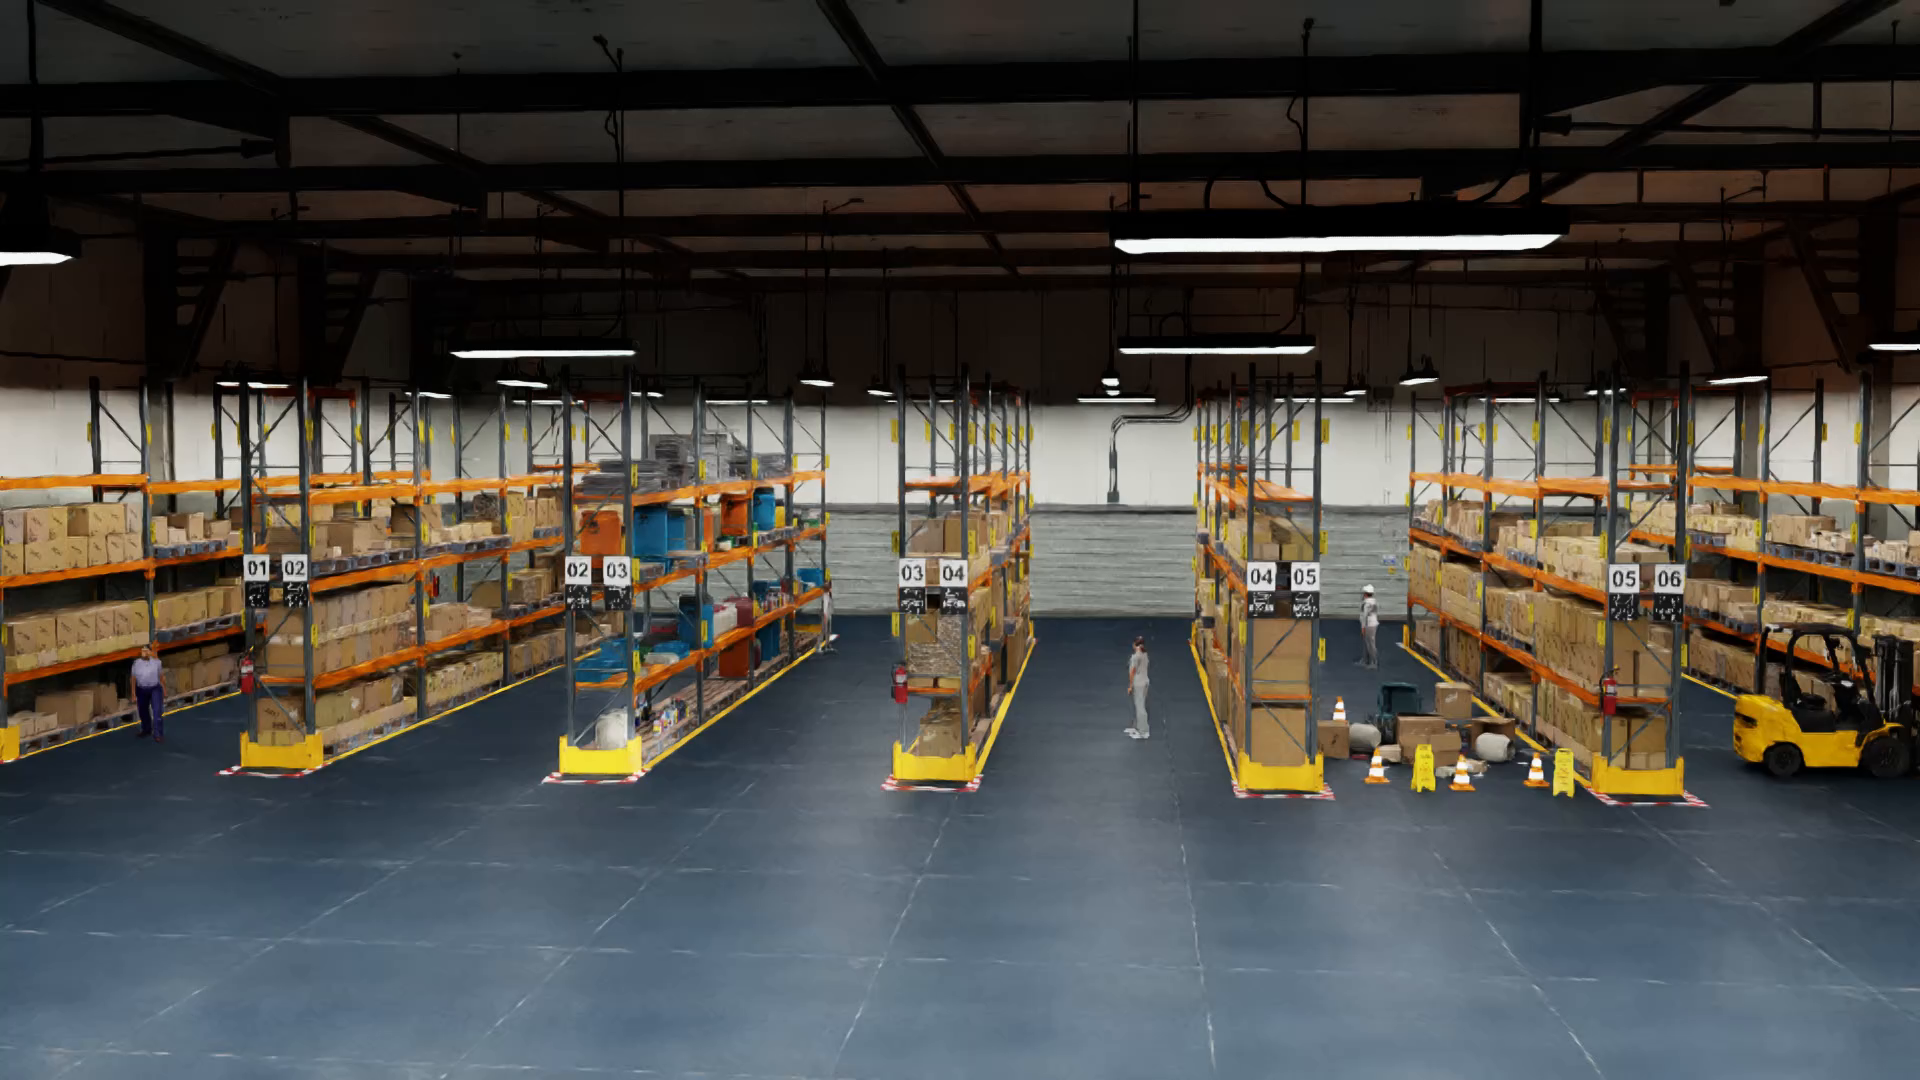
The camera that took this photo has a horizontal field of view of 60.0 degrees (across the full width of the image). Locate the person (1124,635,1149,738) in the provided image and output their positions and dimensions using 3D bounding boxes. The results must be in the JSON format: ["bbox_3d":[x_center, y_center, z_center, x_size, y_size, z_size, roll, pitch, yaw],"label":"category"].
[{"bbox_3d":[2.931,2.397,27.412,0.544,1.671,0.521,2,4,33],"label":"person"}]

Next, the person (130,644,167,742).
[{"bbox_3d":[-13.218,2.469,27.082,0.518,1.590,0.942,-1,4,-17],"label":"person"}]

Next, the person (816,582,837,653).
[{"bbox_3d":[-3.066,1.771,38.025,0.455,1.580,0.600,0,4,0],"label":"person"}]

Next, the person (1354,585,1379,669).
[{"bbox_3d":[8.672,1.831,35.420,0.592,1.768,0.645,2,4,25],"label":"person"}]
